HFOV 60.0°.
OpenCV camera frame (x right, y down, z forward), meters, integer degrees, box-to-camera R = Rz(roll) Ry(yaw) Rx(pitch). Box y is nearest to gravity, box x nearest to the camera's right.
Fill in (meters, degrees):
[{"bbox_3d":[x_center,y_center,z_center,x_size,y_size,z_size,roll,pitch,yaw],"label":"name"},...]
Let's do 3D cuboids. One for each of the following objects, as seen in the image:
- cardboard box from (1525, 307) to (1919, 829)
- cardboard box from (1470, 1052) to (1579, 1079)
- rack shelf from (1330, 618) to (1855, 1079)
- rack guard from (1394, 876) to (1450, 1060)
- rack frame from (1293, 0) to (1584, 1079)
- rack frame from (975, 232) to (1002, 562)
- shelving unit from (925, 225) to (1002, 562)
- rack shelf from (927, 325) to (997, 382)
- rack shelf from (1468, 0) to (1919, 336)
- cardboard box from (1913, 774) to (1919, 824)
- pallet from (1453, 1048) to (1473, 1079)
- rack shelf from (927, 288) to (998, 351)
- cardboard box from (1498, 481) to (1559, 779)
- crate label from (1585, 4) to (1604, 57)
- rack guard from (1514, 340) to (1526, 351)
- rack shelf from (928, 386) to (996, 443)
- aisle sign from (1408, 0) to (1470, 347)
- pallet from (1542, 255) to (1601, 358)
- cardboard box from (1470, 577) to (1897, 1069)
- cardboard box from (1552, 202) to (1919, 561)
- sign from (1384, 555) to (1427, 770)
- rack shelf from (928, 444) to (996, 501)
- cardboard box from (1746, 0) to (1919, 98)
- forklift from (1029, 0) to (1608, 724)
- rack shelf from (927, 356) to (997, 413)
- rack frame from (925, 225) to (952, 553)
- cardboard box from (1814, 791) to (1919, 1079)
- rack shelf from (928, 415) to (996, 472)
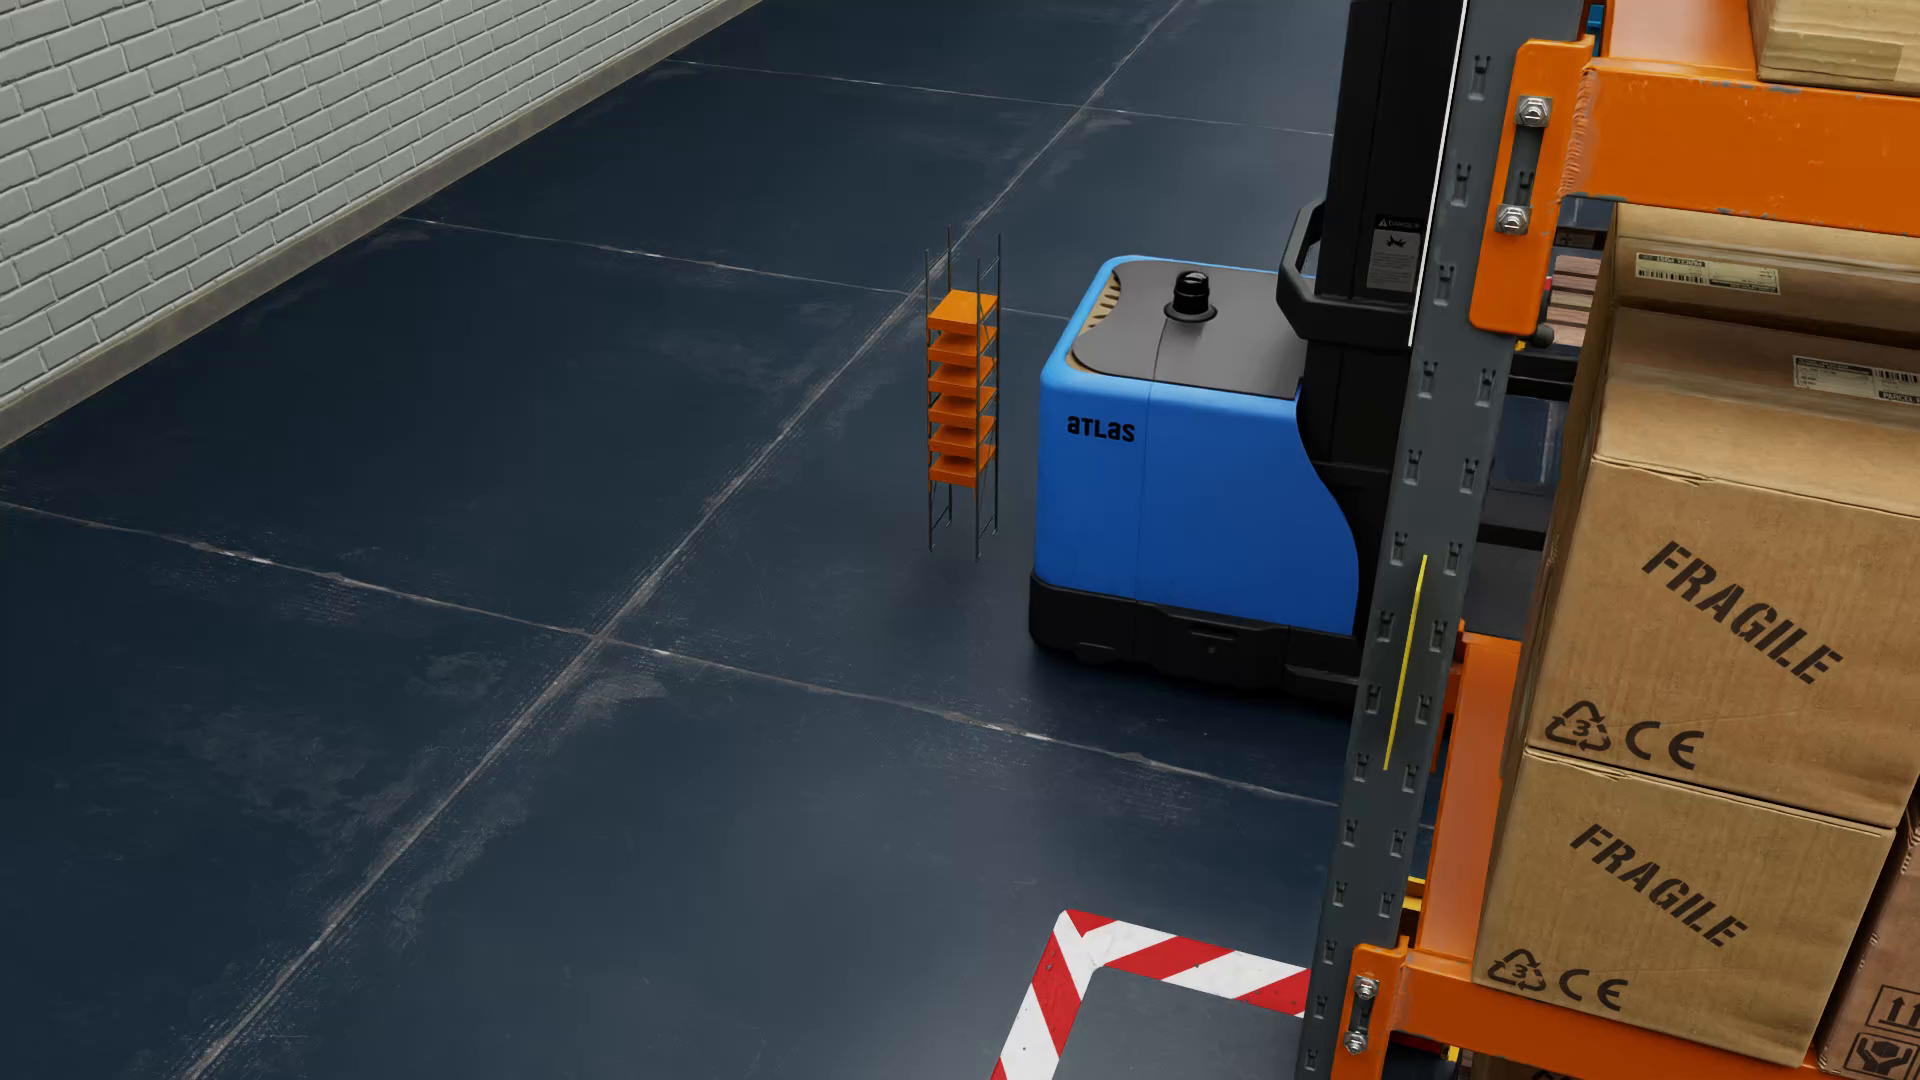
[{"bbox_3d":[1.156,0.020,2.439,0.500,0.500,0.500,12,35,18],"label":"cardboard box"},{"bbox_3d":[1.422,1.105,3.671,0.500,0.500,0.500,11,34,16],"label":"cardboard box"},{"bbox_3d":[2.710,0.935,2.700,4.000,0.370,1.077,11,34,16],"label":"rack shelf"},{"bbox_3d":[0.899,1.330,3.728,0.348,0.500,1.175,11,34,16],"label":"rack guard"},{"bbox_3d":[0.827,0.266,3.072,0.127,3.000,1.000,11,34,16],"label":"rack frame"},{"bbox_3d":[0.100,-0.485,5.895,0.006,1.200,0.240,11,34,16],"label":"rack frame"},{"bbox_3d":[0.014,-0.501,5.920,0.189,1.200,0.258,11,34,16],"label":"shelving unit"},{"bbox_3d":[0.014,-0.666,5.814,0.180,0.103,0.258,11,34,16],"label":"rack shelf"},{"bbox_3d":[2.710,-0.326,1.887,4.000,0.370,1.077,11,34,16],"label":"rack shelf"},{"bbox_3d":[1.651,0.112,2.297,0.500,0.500,0.500,11,35,17],"label":"cardboard box"},{"bbox_3d":[1.650,1.597,3.582,1.213,0.211,1.003,11,34,16],"label":"pallet"},{"bbox_3d":[0.014,-0.767,5.749,0.180,0.103,0.258,11,34,16],"label":"rack shelf"},{"bbox_3d":[1.341,0.167,3.133,0.500,0.500,0.500,12,35,18],"label":"cardboard box"},{"bbox_3d":[2.623,-2.004,6.687,0.303,0.233,0.416,11,34,16],"label":"crate label"},{"bbox_3d":[2.475,-1.210,7.663,0.348,0.500,1.175,11,34,16],"label":"rack guard"},{"bbox_3d":[0.014,-0.464,5.945,0.180,0.103,0.258,11,34,16],"label":"rack shelf"},{"bbox_3d":[0.664,-0.688,2.154,0.004,0.787,0.394,11,34,16],"label":"aisle sign"},{"bbox_3d":[3.265,-0.920,7.480,1.213,0.211,1.003,11,34,16],"label":"pallet"},{"bbox_3d":[1.156,0.440,2.711,0.500,0.500,0.500,12,35,17],"label":"cardboard box"},{"bbox_3d":[1.339,-0.255,2.865,0.500,0.500,0.500,11,34,16],"label":"cardboard box"},{"bbox_3d":[0.645,0.180,2.408,0.005,0.325,0.100,11,34,16],"label":"sign"},{"bbox_3d":[0.014,-0.262,6.075,0.180,0.103,0.258,11,34,16],"label":"rack shelf"},{"bbox_3d":[1.225,-0.707,1.952,0.500,0.250,0.500,11,34,16],"label":"cardboard box"},{"bbox_3d":[1.809,-0.863,4.884,3.031,2.935,1.130,9,34,14],"label":"forklift"},{"bbox_3d":[0.014,-0.565,5.879,0.180,0.103,0.258,11,34,16],"label":"rack shelf"},{"bbox_3d":[-0.073,-0.518,5.946,0.006,1.200,0.240,11,34,16],"label":"rack frame"},{"bbox_3d":[1.644,0.532,2.568,0.500,0.500,0.500,11,34,16],"label":"cardboard box"},{"bbox_3d":[0.014,-0.363,6.010,0.180,0.103,0.258,11,34,16],"label":"rack shelf"}]
